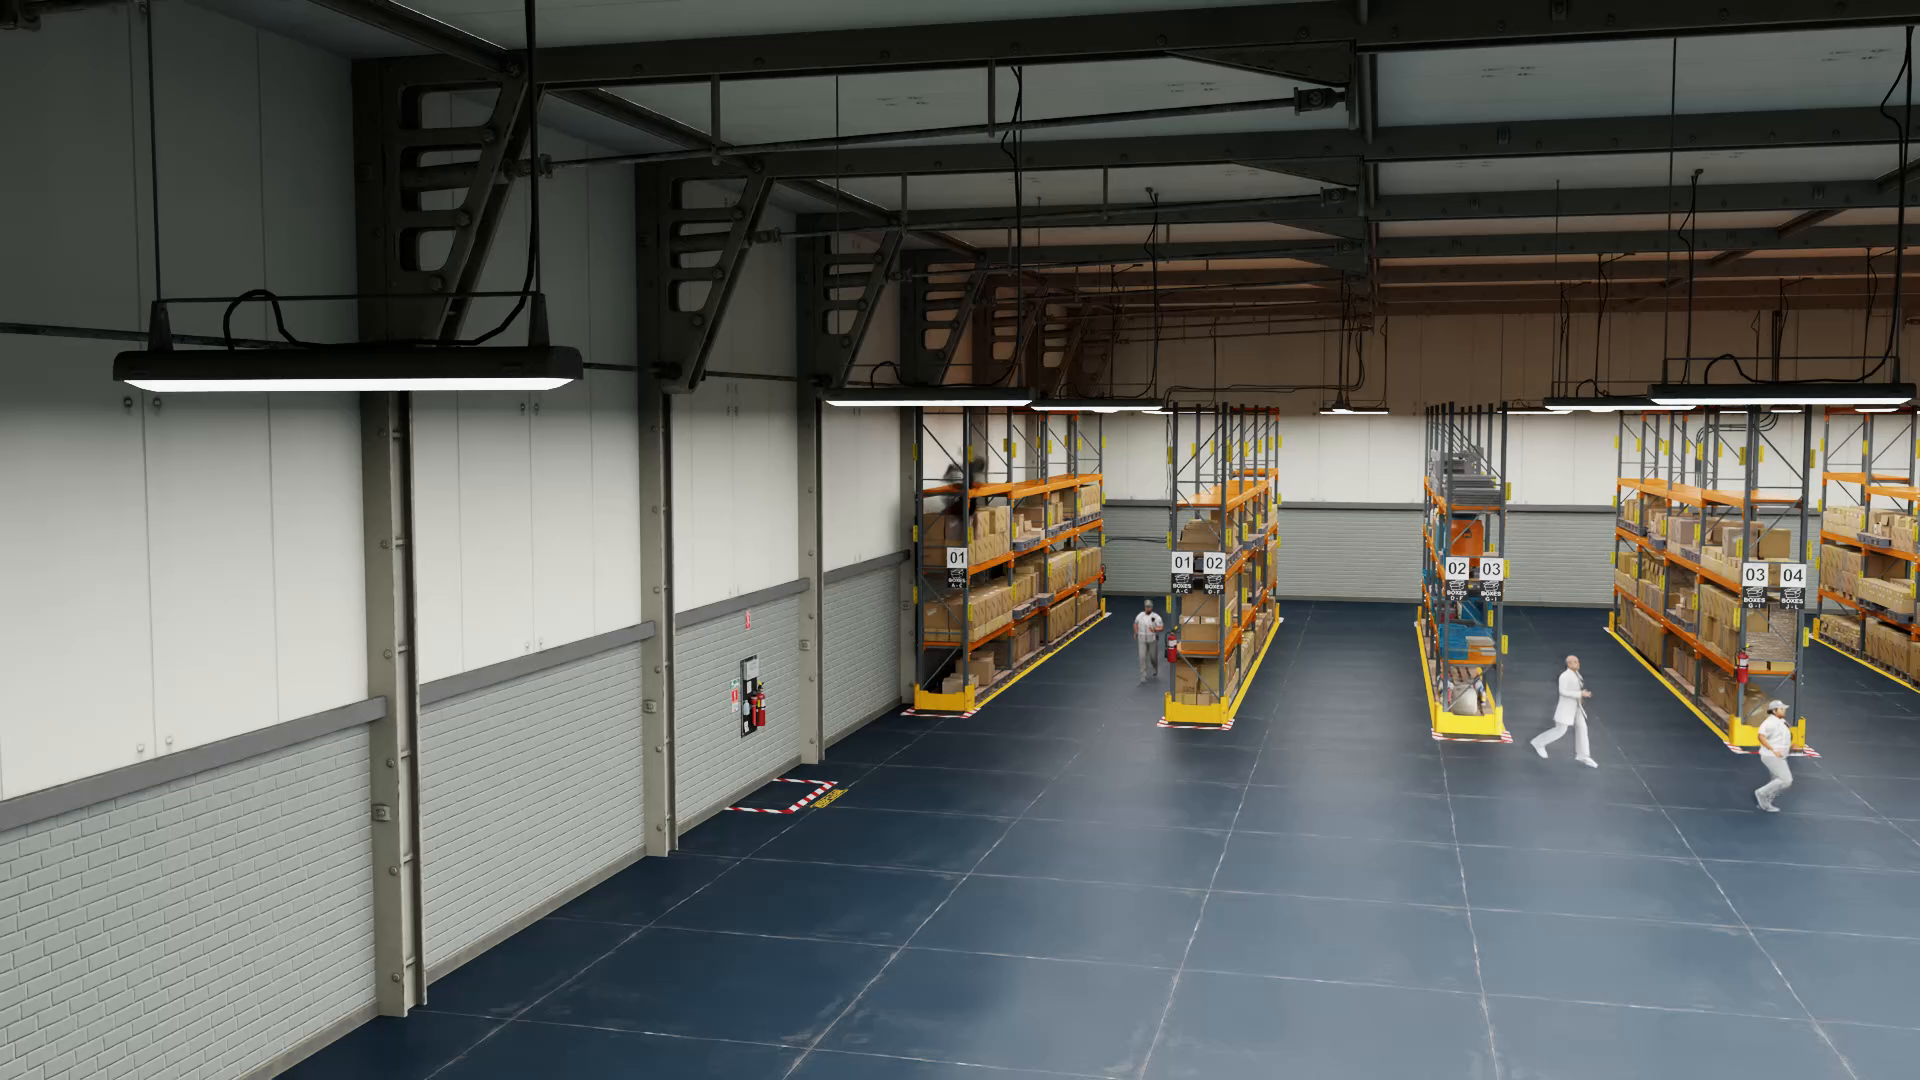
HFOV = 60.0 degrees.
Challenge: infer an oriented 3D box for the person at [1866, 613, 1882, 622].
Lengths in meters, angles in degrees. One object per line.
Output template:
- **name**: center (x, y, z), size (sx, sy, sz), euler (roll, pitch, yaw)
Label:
- **person**: center (23.868, 1.712, 43.591), size (0.594, 1.580, 0.557), euler (-3, 5, -32)

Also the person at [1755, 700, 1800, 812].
- **person**: center (11.837, 3.131, 24.057), size (0.531, 1.622, 0.582), euler (3, 5, 38)

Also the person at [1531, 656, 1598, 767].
- **person**: center (10.036, 2.798, 27.518), size (0.720, 1.801, 1.061), euler (-4, 6, -45)

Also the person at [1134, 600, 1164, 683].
- **person**: center (4.078, 2.168, 36.067), size (0.673, 1.755, 0.944), euler (1, 4, 15)
